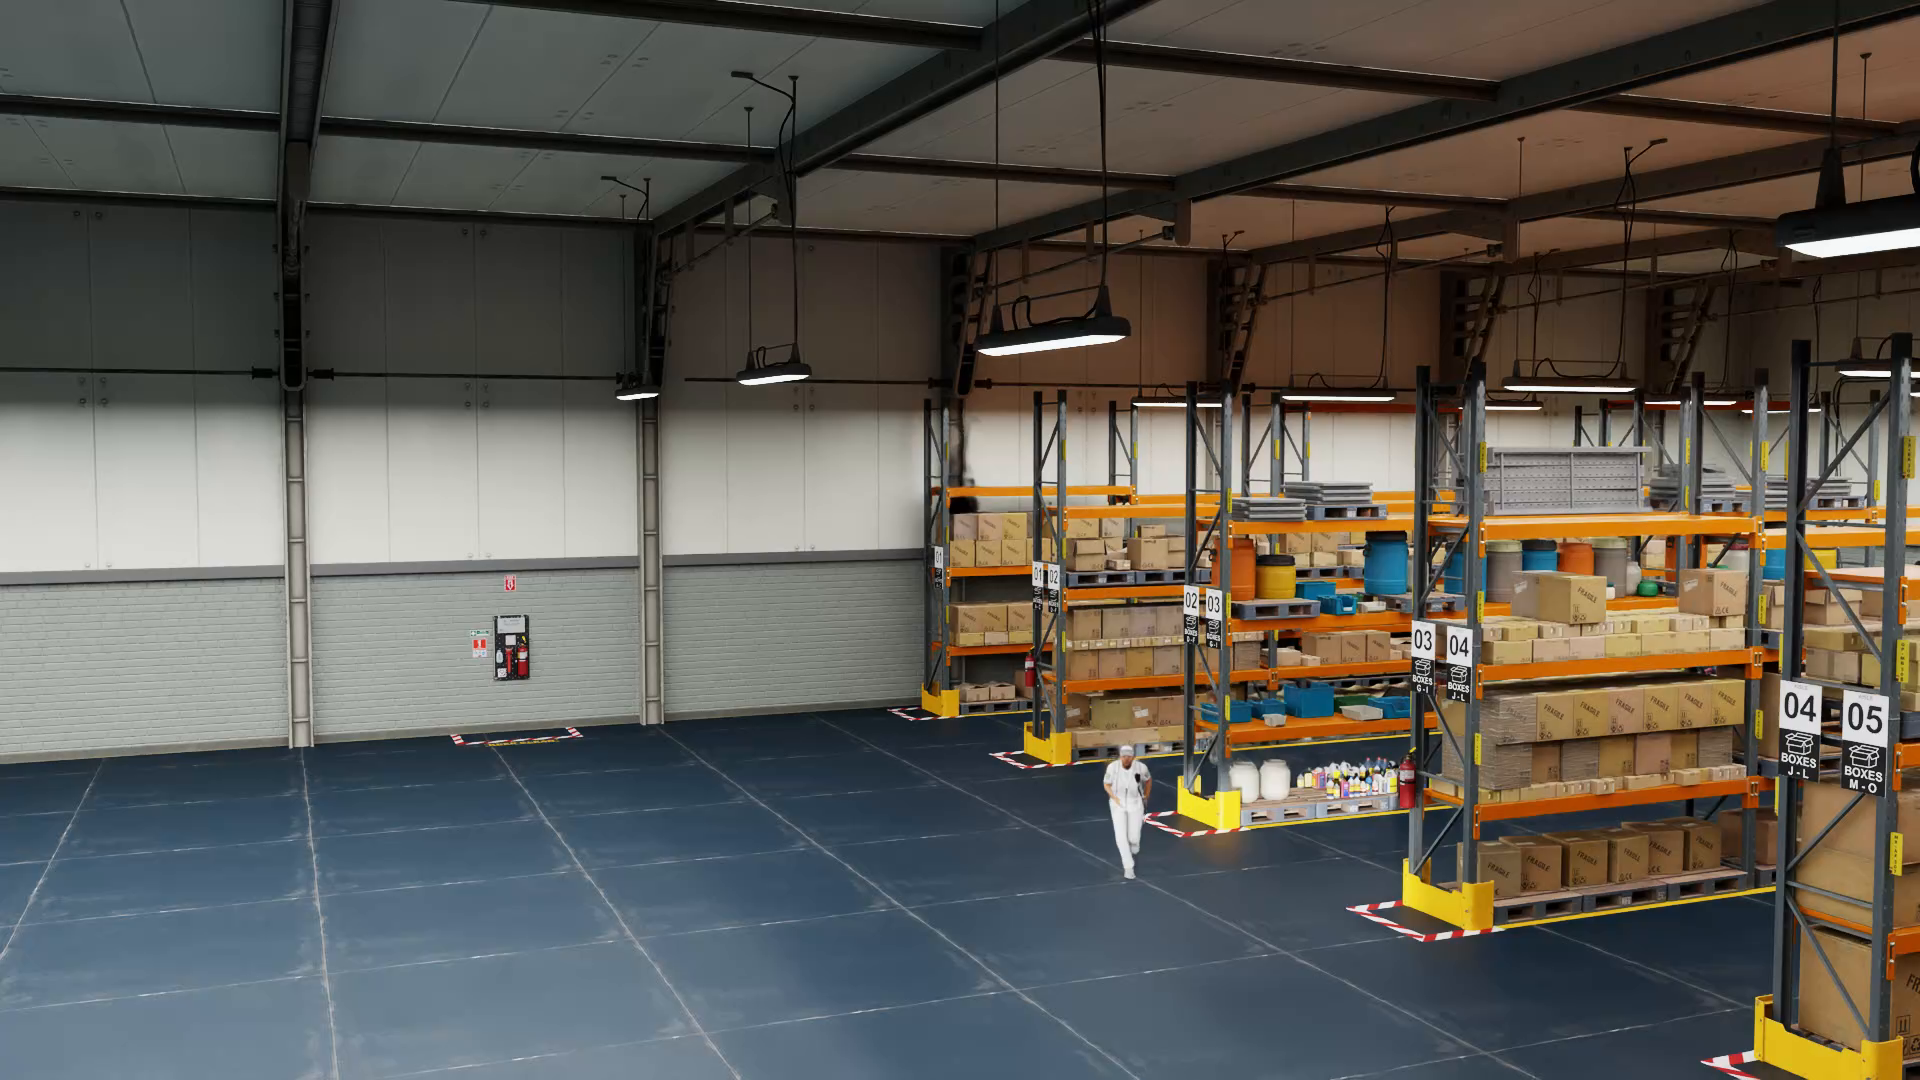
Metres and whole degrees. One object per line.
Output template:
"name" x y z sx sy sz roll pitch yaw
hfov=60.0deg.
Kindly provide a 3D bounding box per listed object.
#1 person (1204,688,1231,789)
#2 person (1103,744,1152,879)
"person" 3.817 2.944 24.599 0.585 1.544 0.511 -2 4 -31
"person" 2.006 3.209 19.897 0.572 1.610 0.758 1 3 11
